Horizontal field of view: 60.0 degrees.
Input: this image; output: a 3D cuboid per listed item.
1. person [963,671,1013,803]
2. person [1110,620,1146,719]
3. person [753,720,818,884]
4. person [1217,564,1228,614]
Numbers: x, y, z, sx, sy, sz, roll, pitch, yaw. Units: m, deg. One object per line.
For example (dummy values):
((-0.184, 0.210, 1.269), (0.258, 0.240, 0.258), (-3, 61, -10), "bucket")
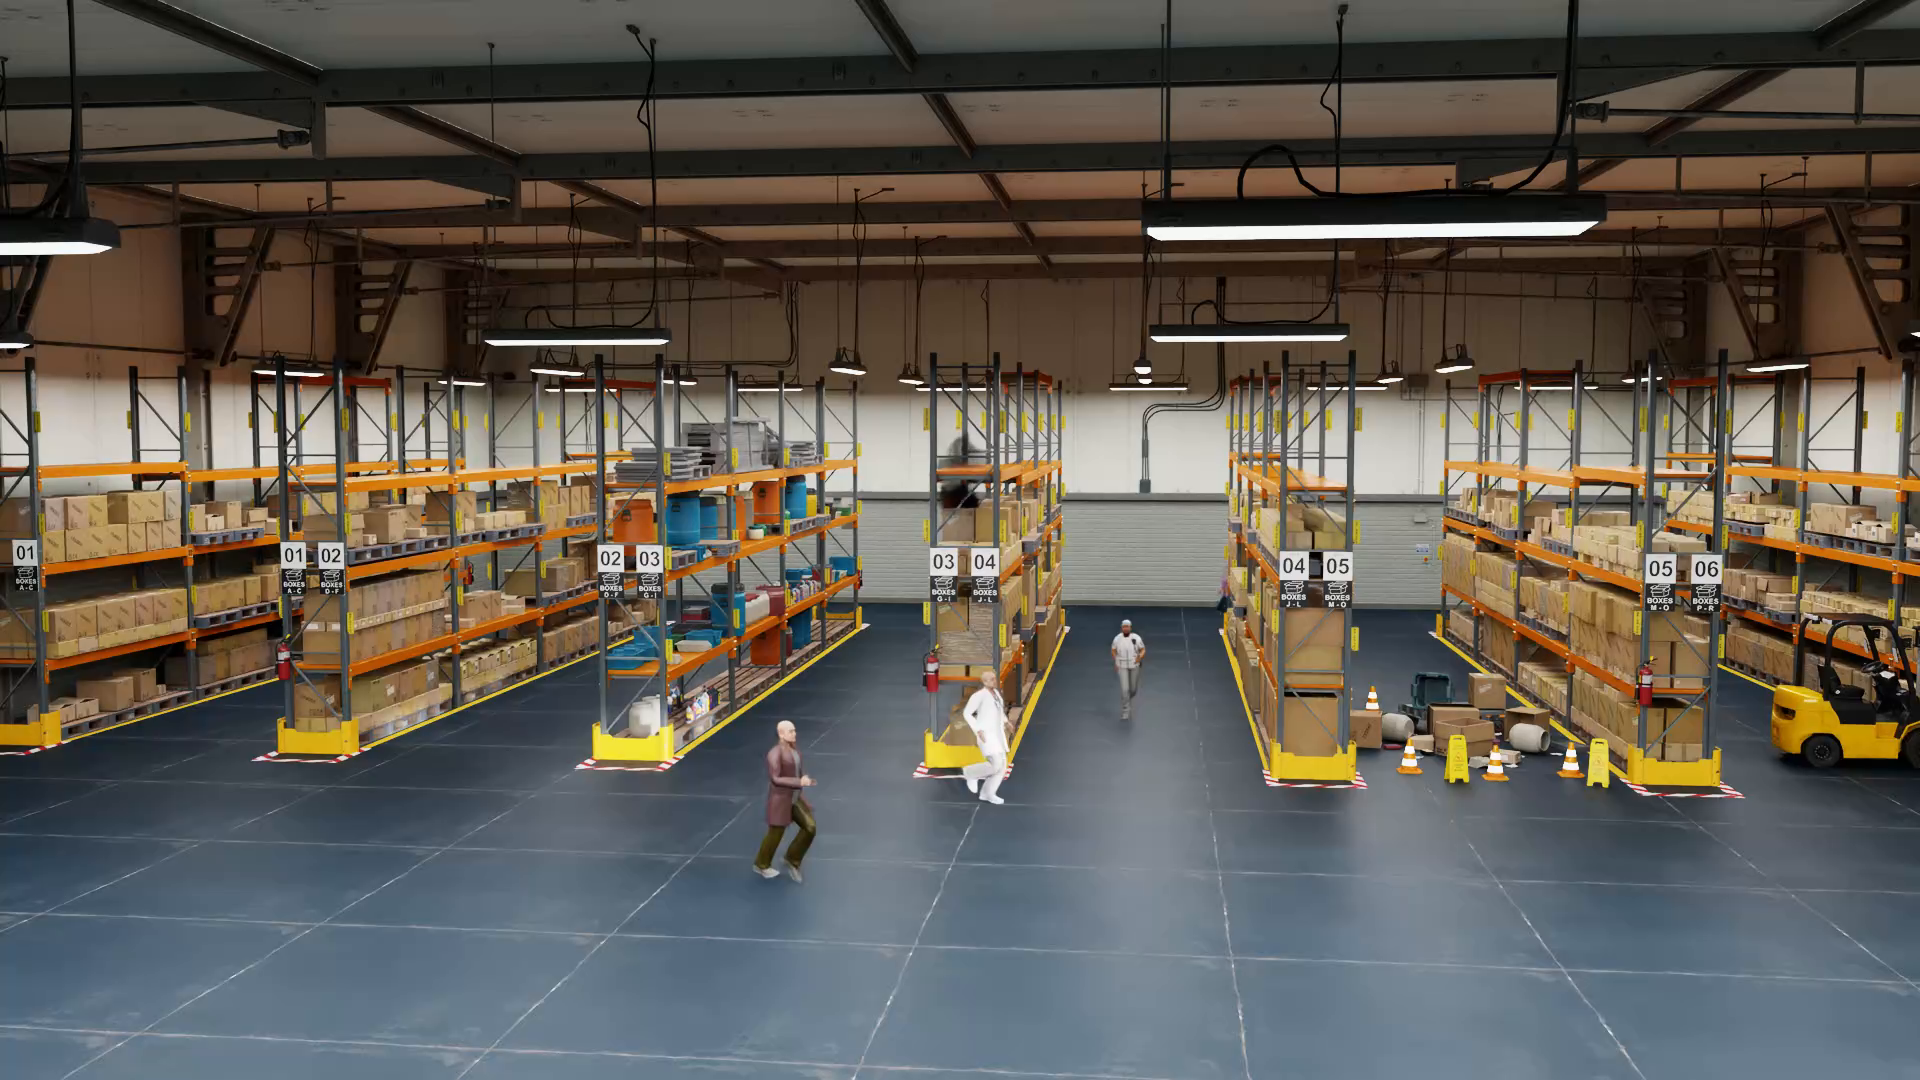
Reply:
((0.379, 2.595, 21.935), (0.641, 1.739, 0.711), (3, 5, 38), "person")
((2.871, 2.186, 28.426), (0.602, 1.660, 0.705), (0, 4, 5), "person")
((-1.878, 2.848, 18.028), (0.877, 1.808, 0.668), (3, 5, 32), "person")
((6.474, 1.364, 40.333), (0.491, 1.567, 0.548), (0, 4, -1), "person")
